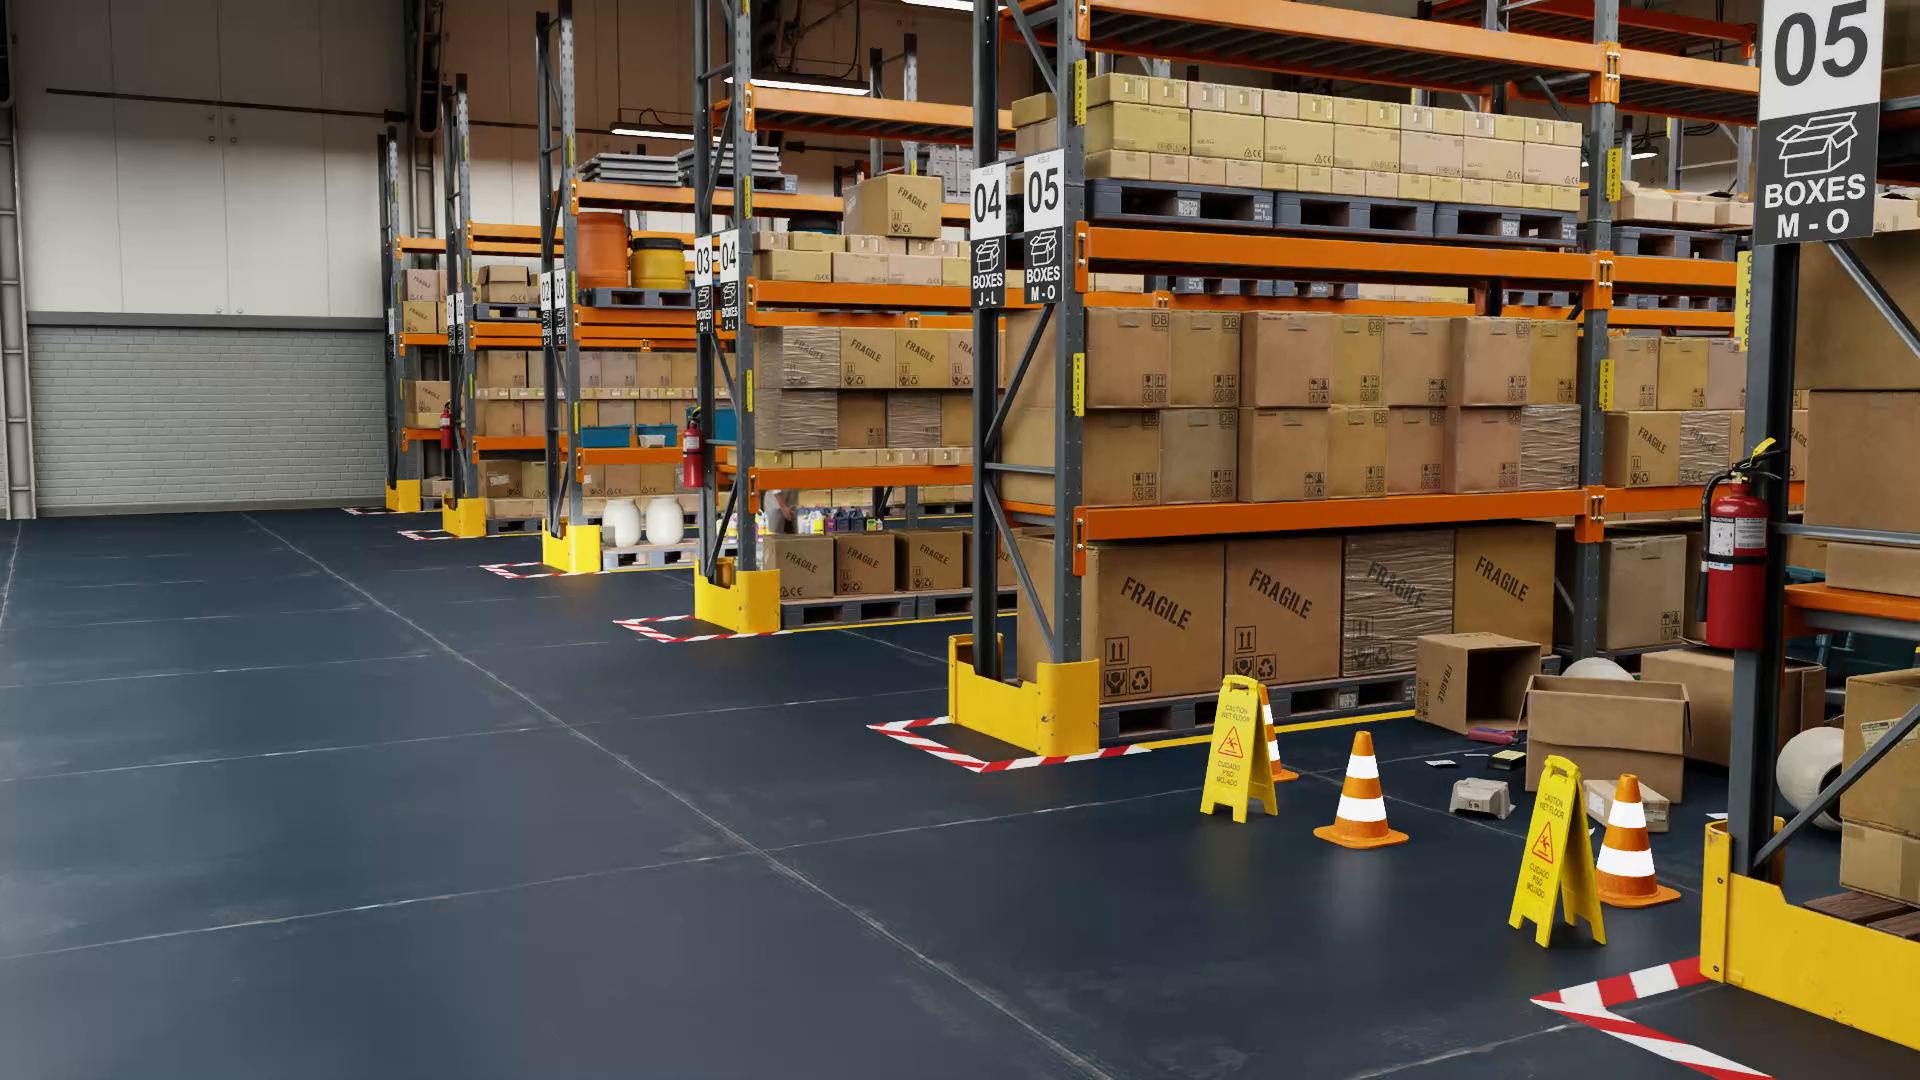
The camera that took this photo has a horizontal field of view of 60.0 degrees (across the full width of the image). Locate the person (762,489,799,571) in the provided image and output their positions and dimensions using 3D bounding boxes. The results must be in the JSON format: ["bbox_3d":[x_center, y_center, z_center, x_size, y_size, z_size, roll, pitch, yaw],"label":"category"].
[{"bbox_3d":[-1.691,-0.291,15.792,0.422,1.611,0.429,3,6,27],"label":"person"}]
